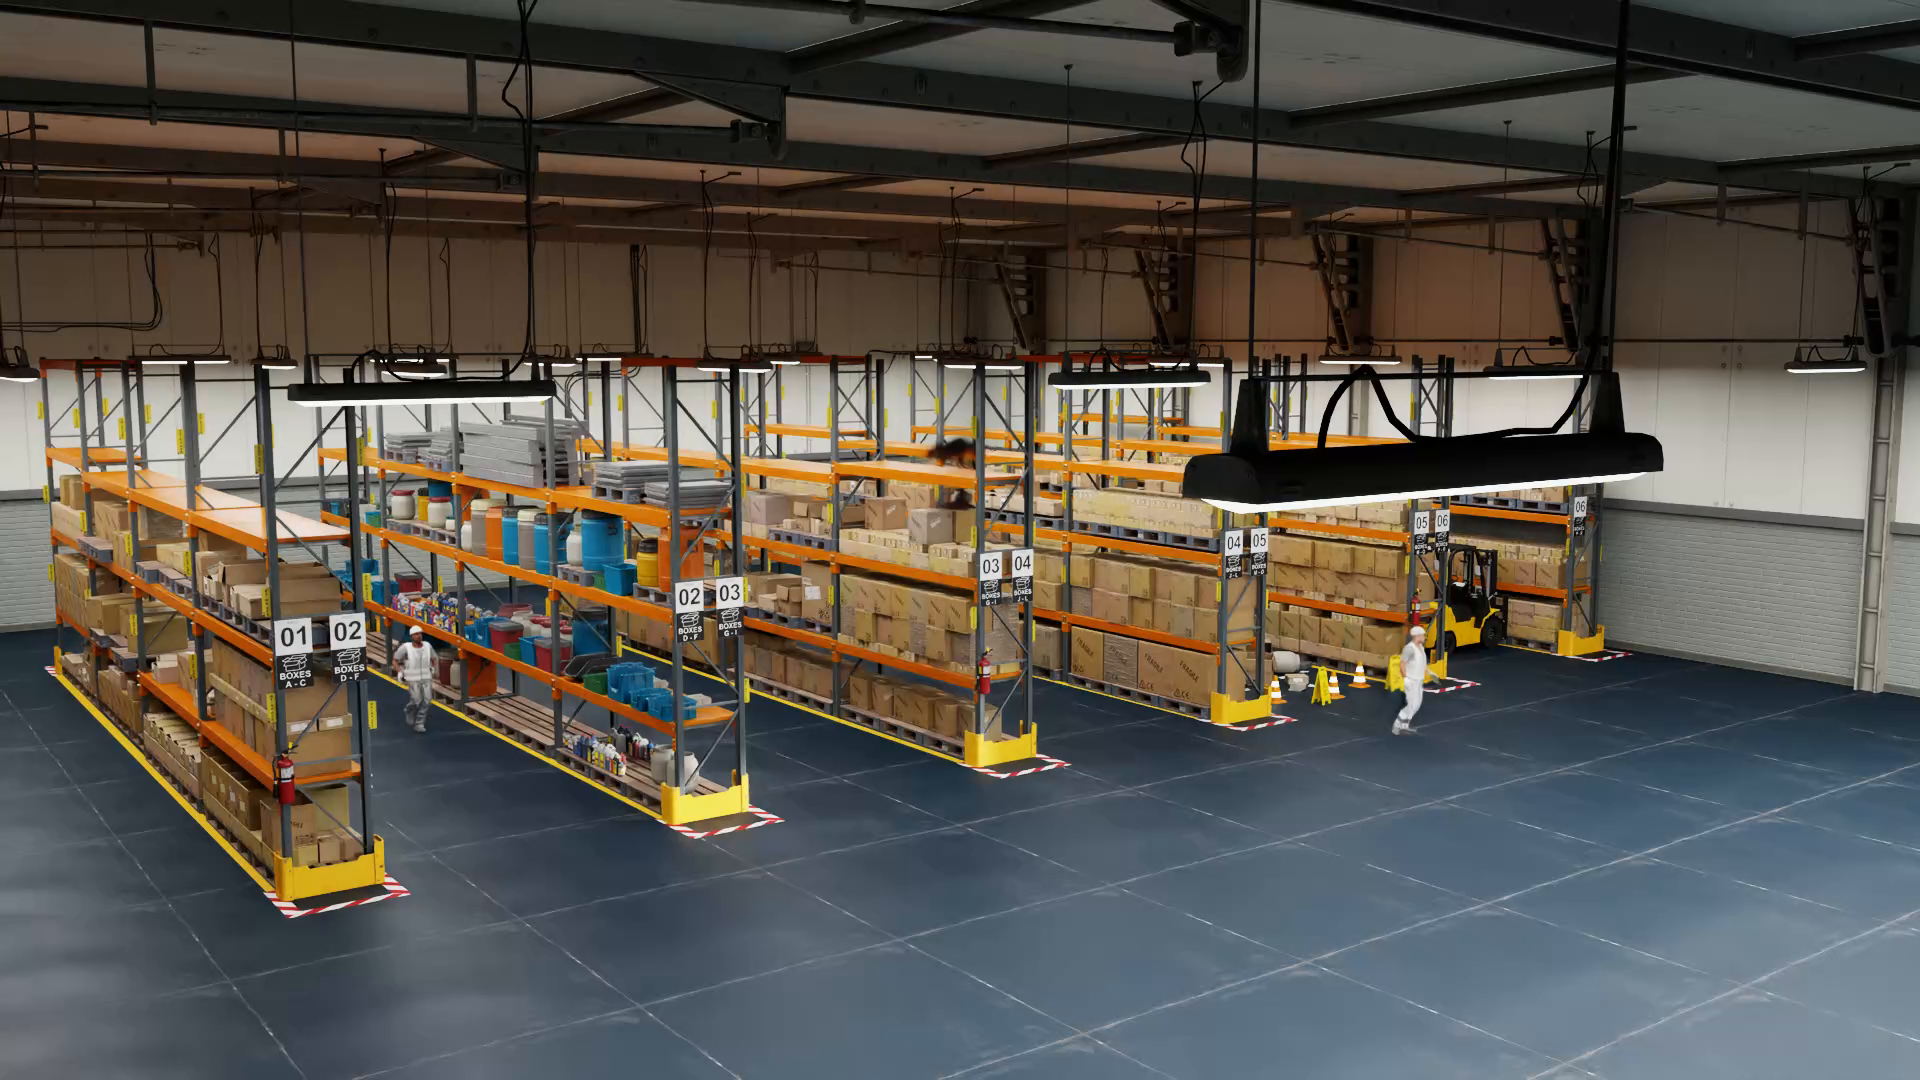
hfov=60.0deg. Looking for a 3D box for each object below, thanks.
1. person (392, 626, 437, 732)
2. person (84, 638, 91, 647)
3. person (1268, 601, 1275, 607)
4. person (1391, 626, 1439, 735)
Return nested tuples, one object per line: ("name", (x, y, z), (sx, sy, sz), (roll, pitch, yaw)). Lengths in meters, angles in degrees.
("person", (-8.749, 2.248, 26.853), (0.695, 1.733, 0.586), (-6, 9, -39))
("person", (-17.121, 1.493, 33.181), (0.909, 1.721, 0.739), (-1, 7, -7))
("person", (6.953, 1.184, 35.987), (0.667, 1.710, 1.000), (-7, 9, -44))
("person", (7.289, 2.264, 26.650), (0.592, 1.755, 0.768), (5, 8, 35))
